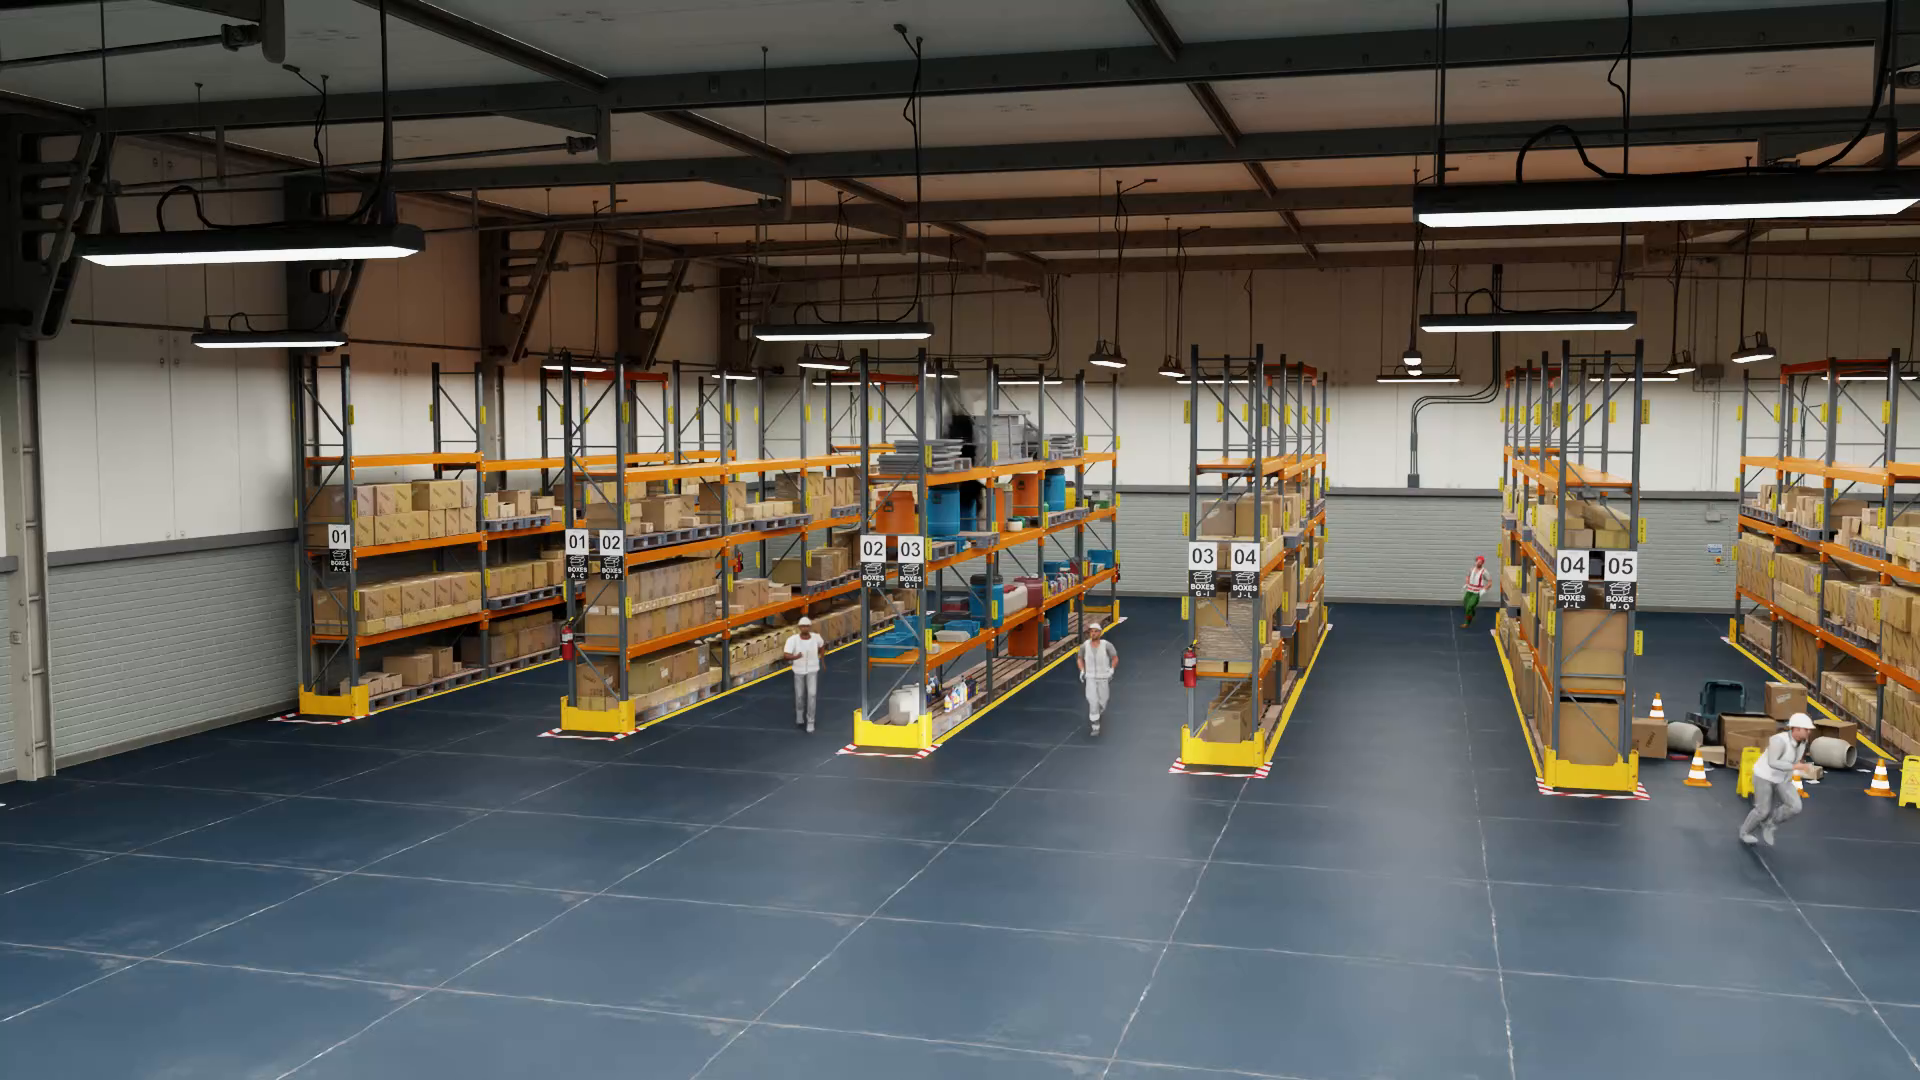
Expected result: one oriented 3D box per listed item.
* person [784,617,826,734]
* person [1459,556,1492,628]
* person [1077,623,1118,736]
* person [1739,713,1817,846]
[{"bbox_3d":[-2.470,2.050,26.477,0.681,1.672,0.878,-1,4,-9],"label":"person"},{"bbox_3d":[12.121,1.224,38.993,0.606,1.711,0.697,-4,6,-42],"label":"person"},{"bbox_3d":[2.149,2.178,26.114,0.651,1.757,0.573,1,4,10],"label":"person"},{"bbox_3d":[9.451,2.747,19.150,0.689,1.606,0.933,-2,5,-27],"label":"person"}]
